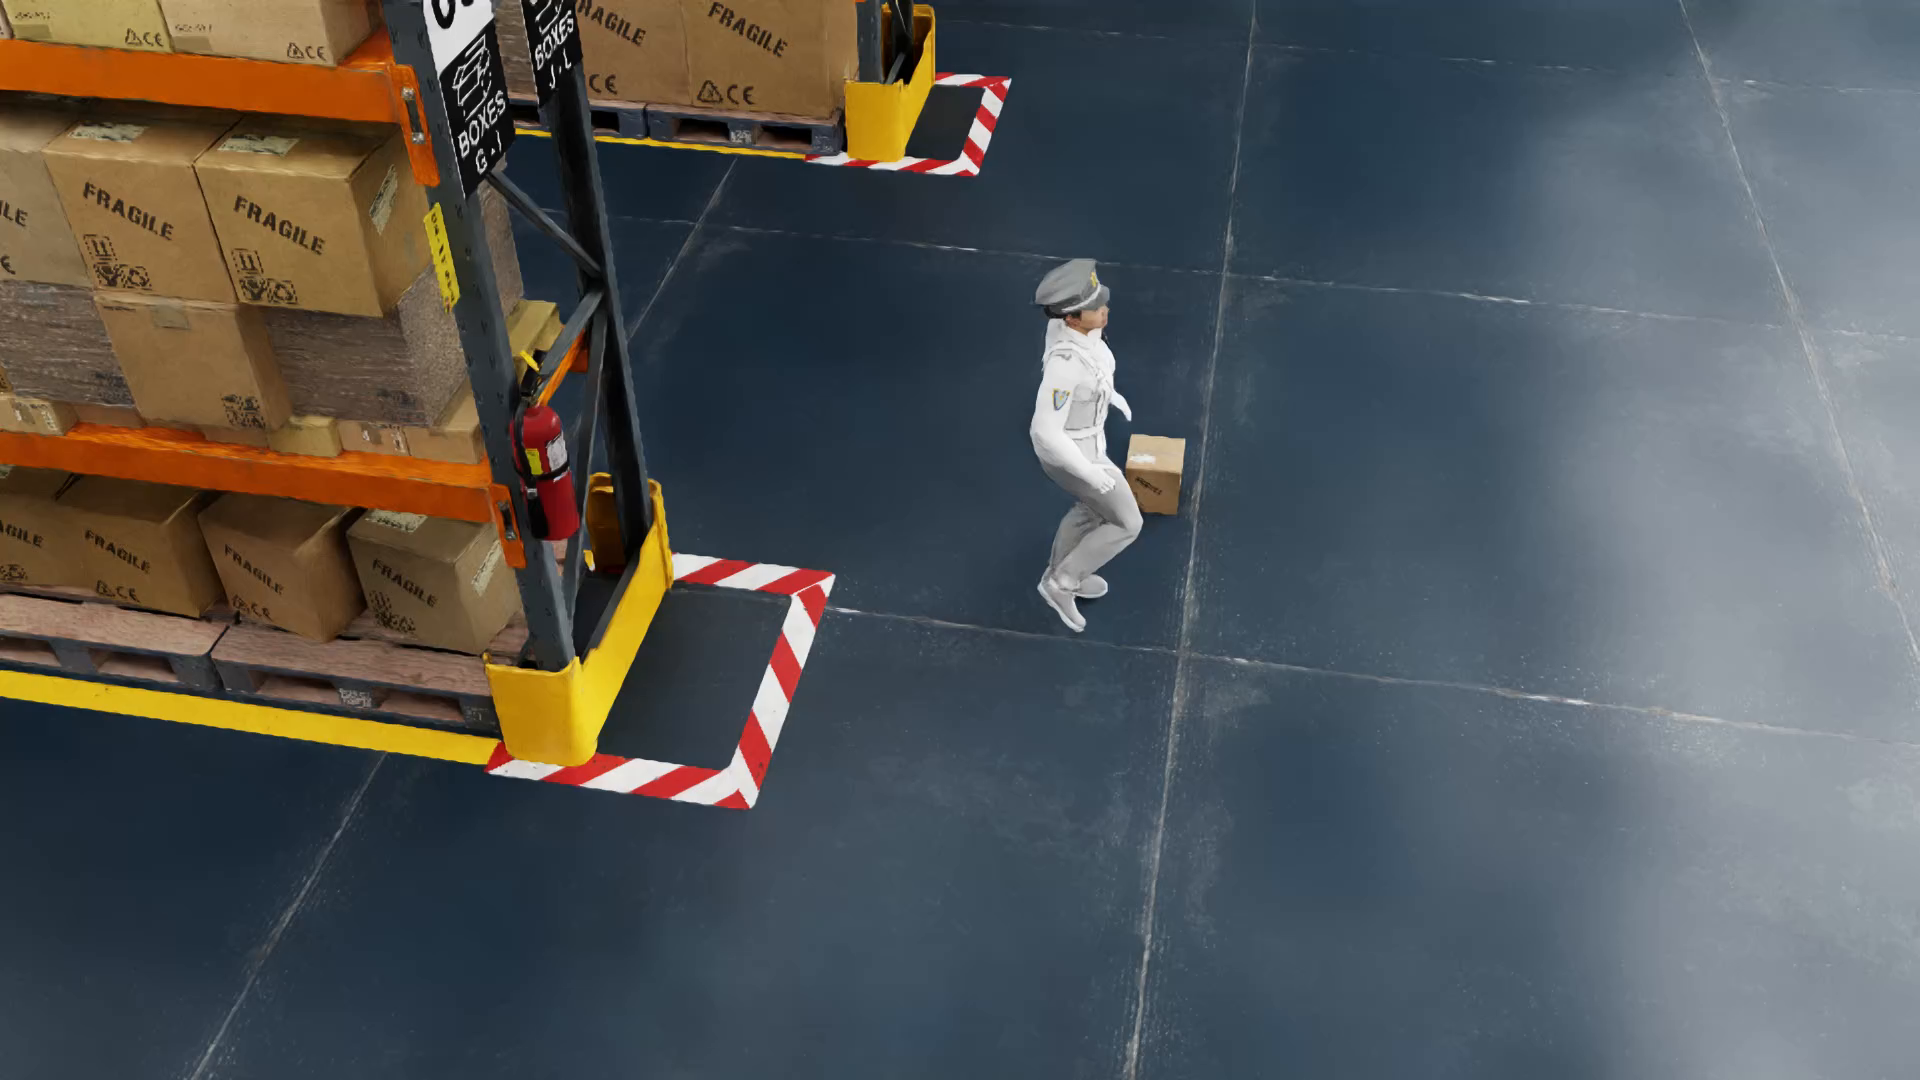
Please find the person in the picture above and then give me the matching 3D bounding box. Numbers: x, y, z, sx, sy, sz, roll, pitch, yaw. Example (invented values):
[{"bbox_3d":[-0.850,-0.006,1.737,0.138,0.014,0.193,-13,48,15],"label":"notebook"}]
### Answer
[{"bbox_3d":[0.498,-0.396,6.621,0.470,1.665,0.654,-2,41,-3],"label":"person"}]
